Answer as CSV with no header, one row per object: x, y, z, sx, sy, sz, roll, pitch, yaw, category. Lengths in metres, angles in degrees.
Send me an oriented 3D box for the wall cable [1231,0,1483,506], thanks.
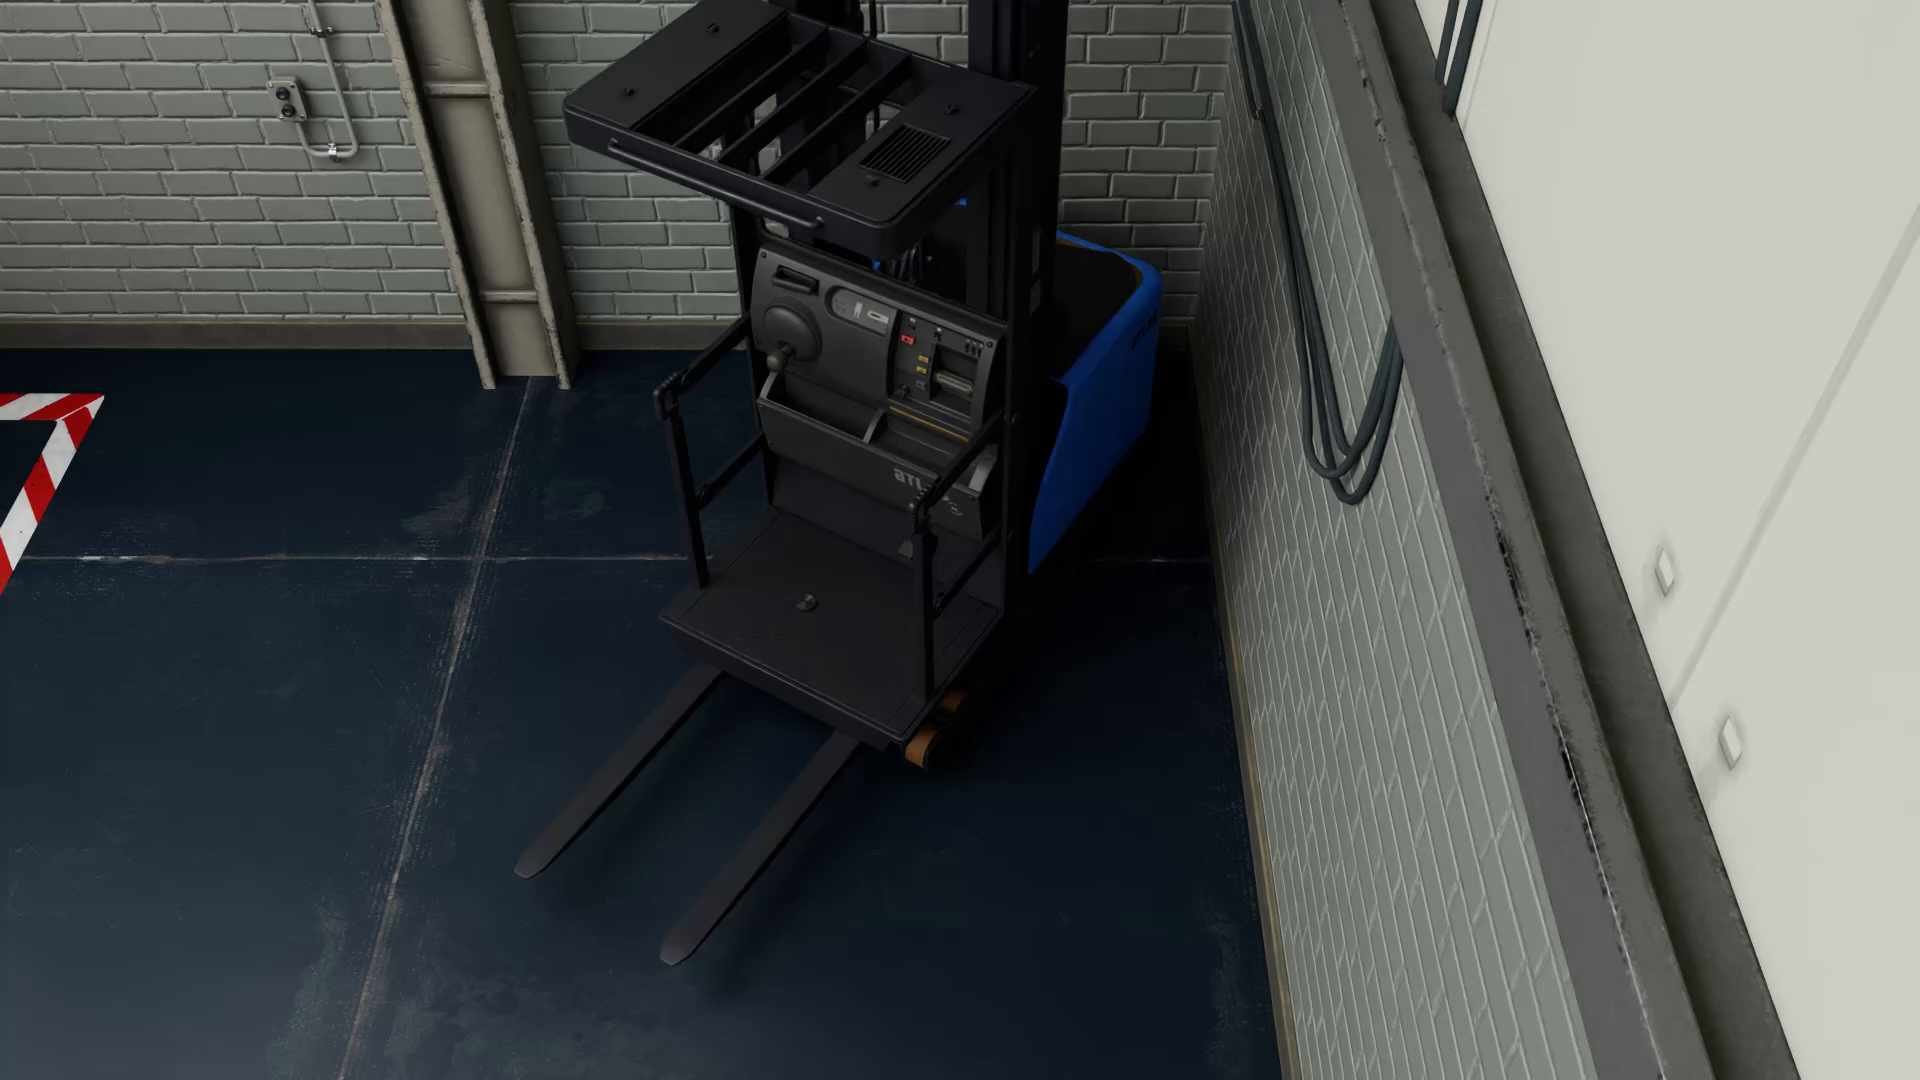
1.011,-1.896,4.569,0.112,2.526,3.097,0,47,0,wall cable

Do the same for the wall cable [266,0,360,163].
-3.360,-2.222,6.156,1.851,1.984,0.084,0,47,0,wall cable

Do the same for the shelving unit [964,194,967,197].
0.123,-1.142,7.074,0.258,1.200,0.189,32,55,26,shelving unit

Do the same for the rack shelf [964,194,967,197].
0.123,-1.357,6.843,0.258,0.103,0.180,32,55,26,rack shelf

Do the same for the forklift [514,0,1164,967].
-0.403,-0.567,5.356,1.130,2.935,3.031,24,52,21,forklift

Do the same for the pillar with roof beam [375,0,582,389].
-1.957,-0.706,1.340,0.400,9.000,9.100,0,47,0,pillar with roof beam
